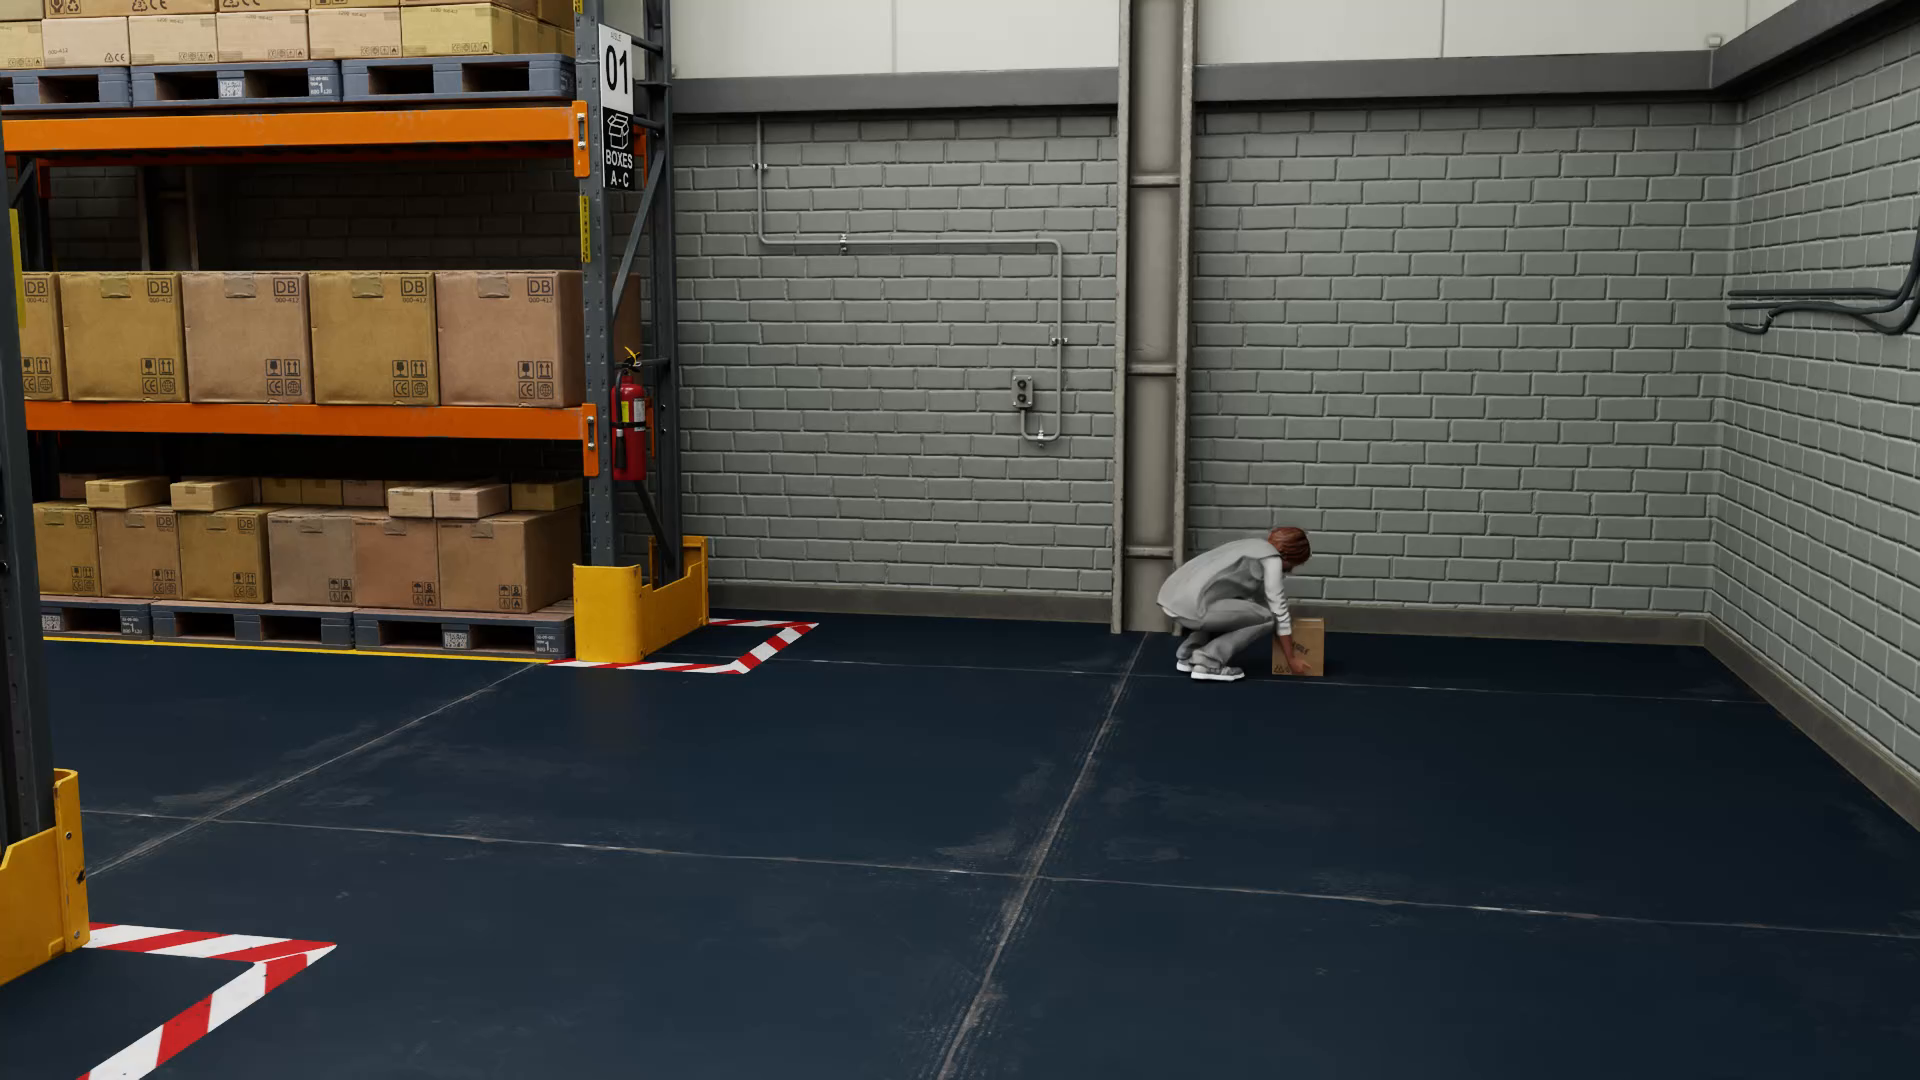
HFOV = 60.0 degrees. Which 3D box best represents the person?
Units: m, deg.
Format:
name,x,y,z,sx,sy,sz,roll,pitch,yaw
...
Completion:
name,x,y,z,sx,sy,sz,roll,pitch,yaw
person,1.393,0.331,8.265,0.865,0.753,0.437,-2,8,-14
